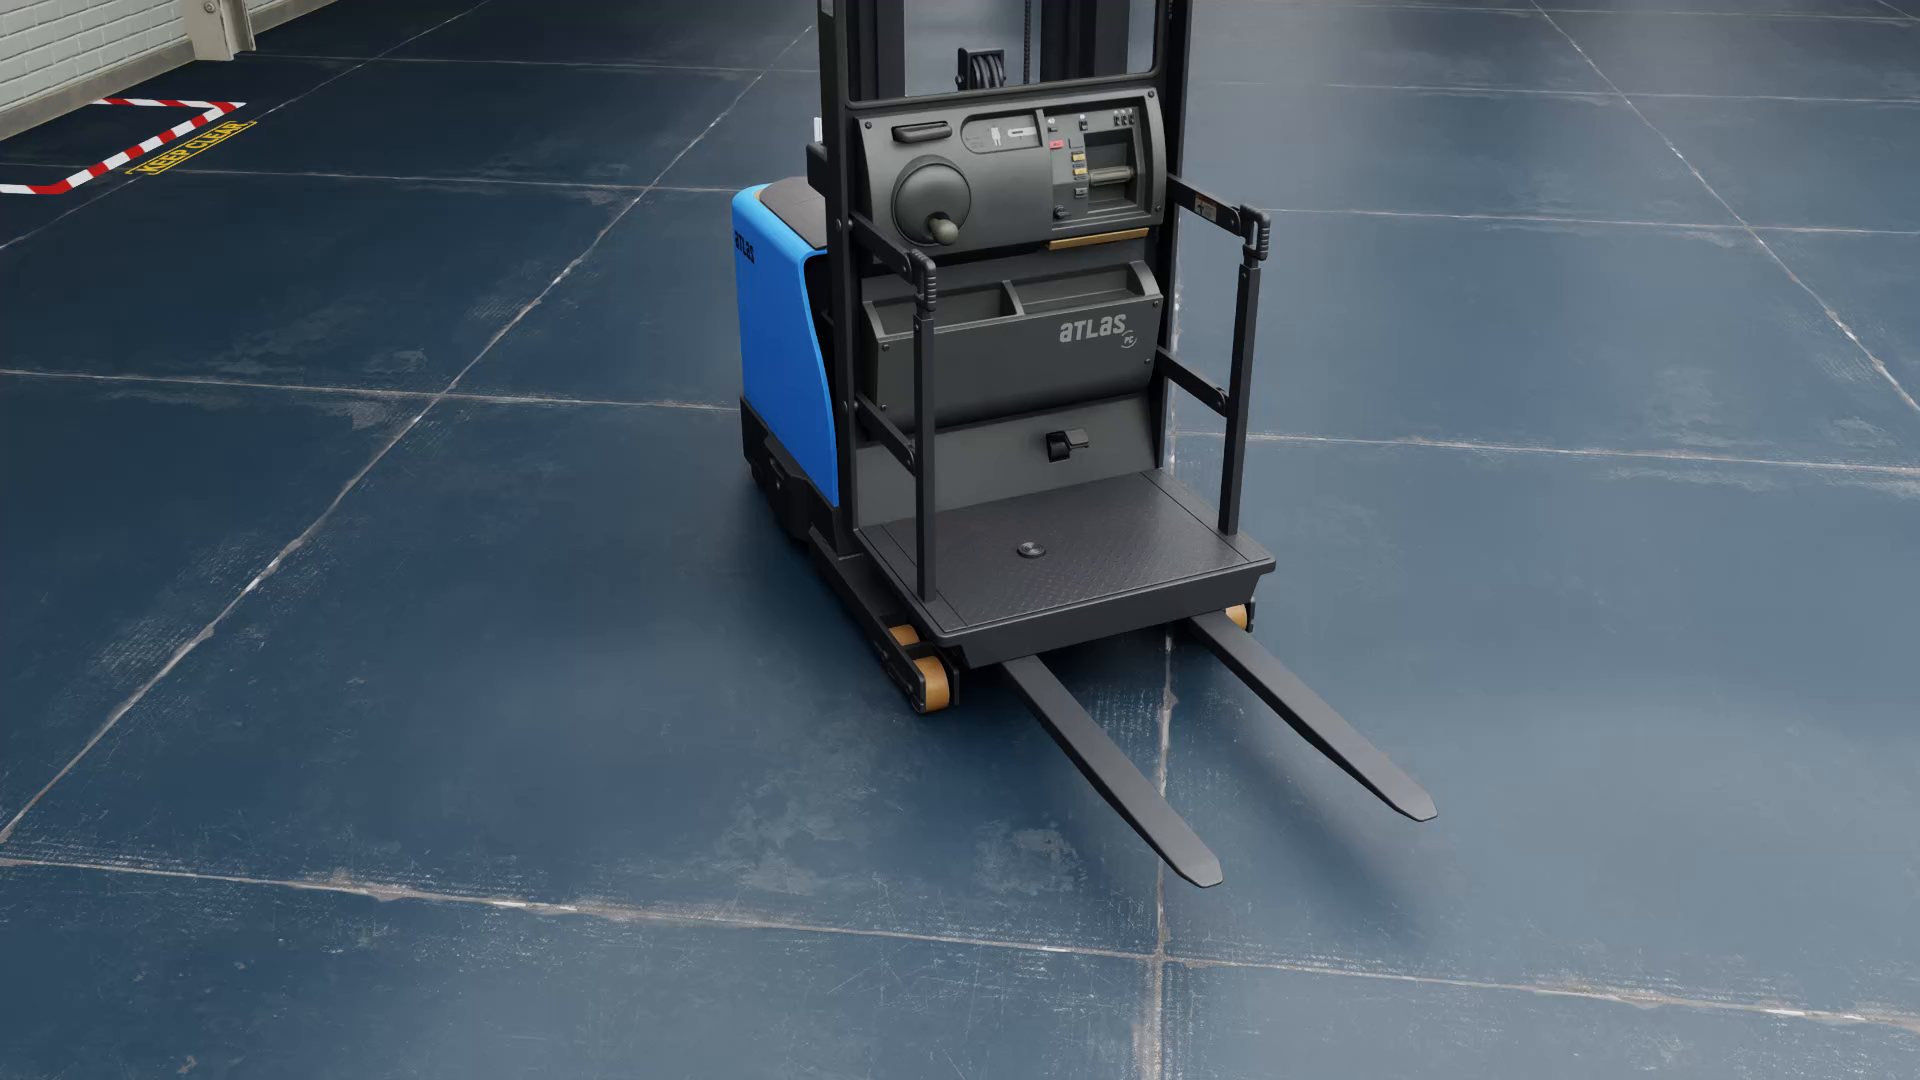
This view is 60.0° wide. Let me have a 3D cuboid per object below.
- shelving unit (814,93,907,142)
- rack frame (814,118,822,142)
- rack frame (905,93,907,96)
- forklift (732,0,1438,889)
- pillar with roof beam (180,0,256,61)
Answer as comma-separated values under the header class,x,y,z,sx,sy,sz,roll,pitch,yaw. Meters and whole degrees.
class,x,y,z,sx,sy,sz,roll,pitch,yaw
shelving unit,-0.284,-1.073,6.476,0.258,1.200,0.503,21,34,33
rack frame,-0.435,-0.982,6.307,0.240,1.200,0.015,21,34,33
rack frame,-0.133,-1.163,6.644,0.240,1.200,0.015,21,34,33
forklift,0.250,-1.020,4.553,1.130,2.935,3.031,-12,30,-21
pillar with roof beam,-1.284,-7.380,9.961,9.100,9.000,0.400,3,28,6
